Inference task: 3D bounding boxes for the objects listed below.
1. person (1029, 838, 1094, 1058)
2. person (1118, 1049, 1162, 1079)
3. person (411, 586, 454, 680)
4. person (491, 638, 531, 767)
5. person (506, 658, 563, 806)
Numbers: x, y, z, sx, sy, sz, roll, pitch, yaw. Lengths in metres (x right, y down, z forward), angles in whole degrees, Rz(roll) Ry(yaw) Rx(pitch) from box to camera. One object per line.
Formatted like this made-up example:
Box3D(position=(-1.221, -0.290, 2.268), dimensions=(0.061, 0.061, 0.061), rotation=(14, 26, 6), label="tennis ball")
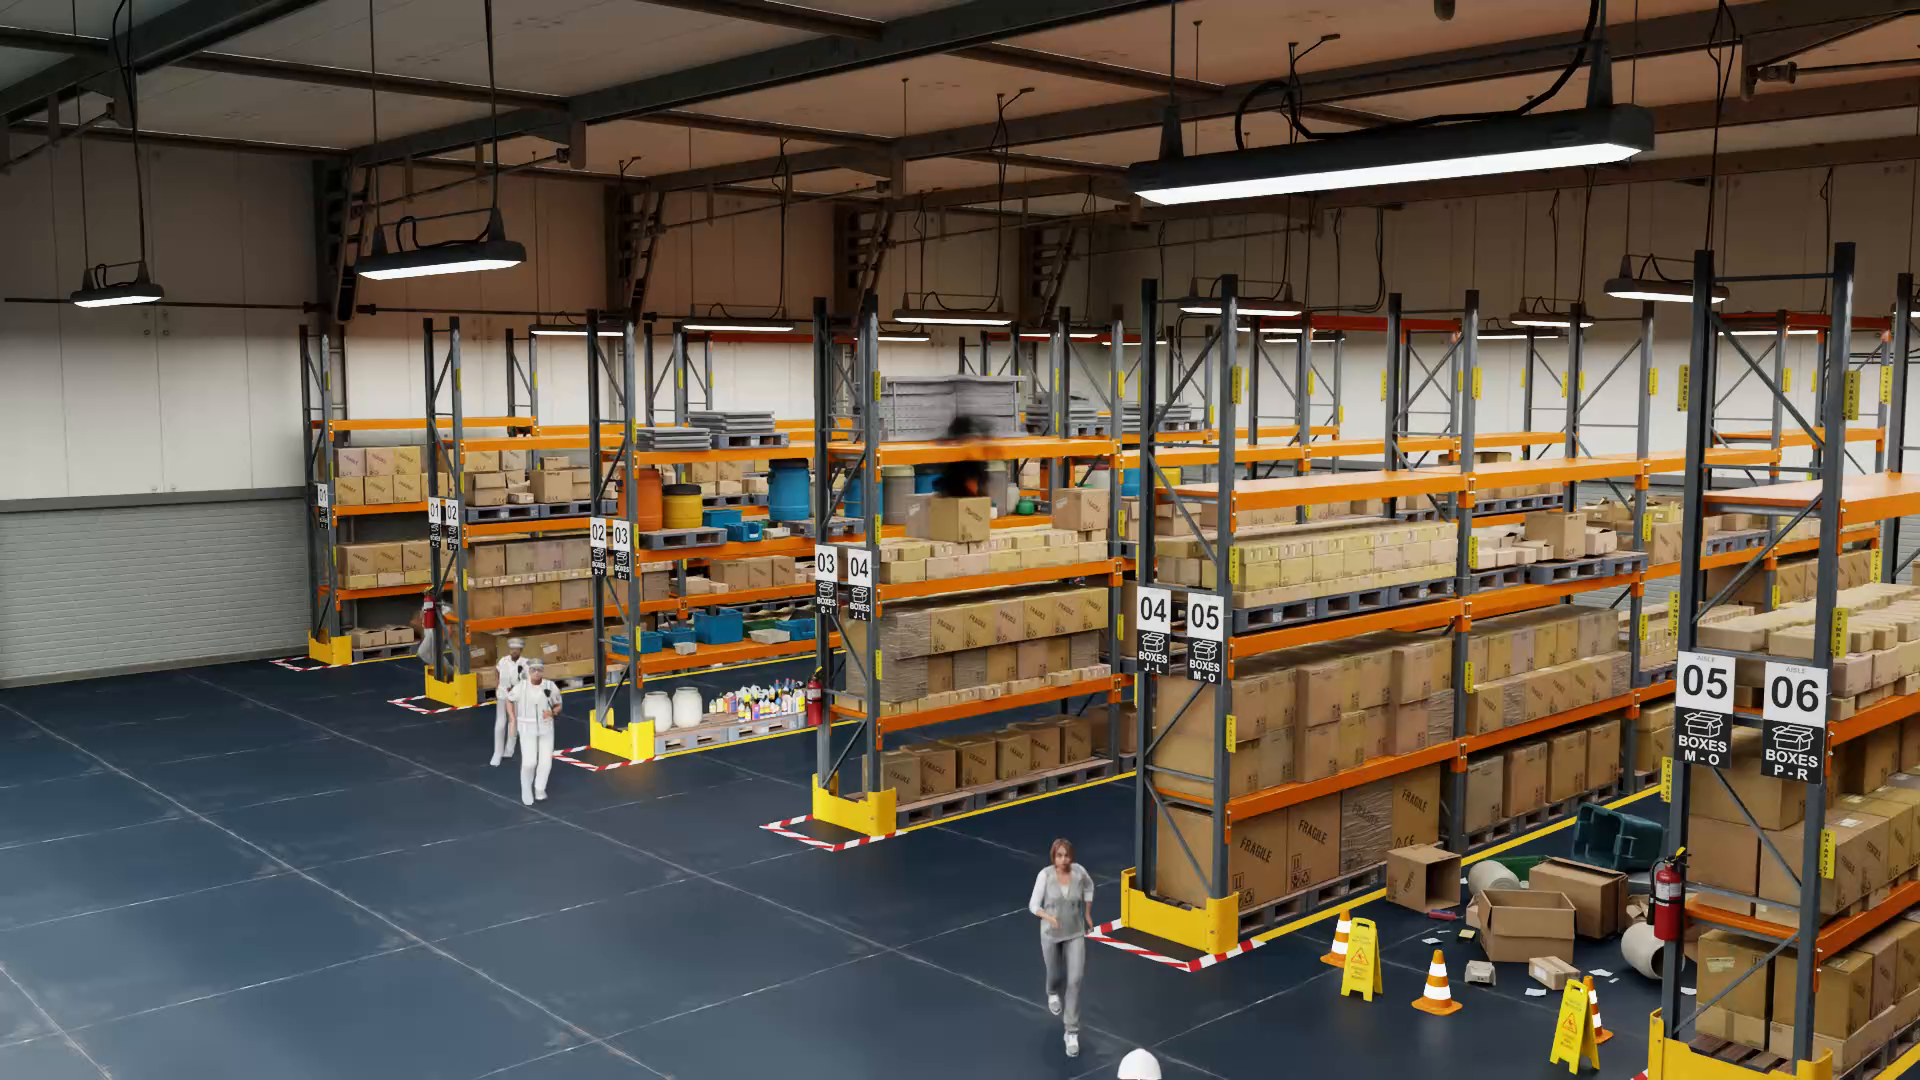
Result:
Box3D(position=(0.792, 3.076, 12.919), dimensions=(0.521, 1.610, 0.862), rotation=(0, 6, -1), label="person")
Box3D(position=(0.874, 3.449, 8.346), dimensions=(0.625, 1.793, 0.713), rotation=(0, 6, 1), label="person")
Box3D(position=(-8.731, 1.562, 27.642), dimensions=(0.731, 1.610, 0.608), rotation=(-4, 7, -36), label="person")
Box3D(position=(-5.895, 2.126, 21.969), dimensions=(0.598, 1.694, 0.674), rotation=(-1, 6, -7), label="person")
Box3D(position=(-5.055, 2.292, 19.852), dimensions=(0.636, 1.779, 0.677), rotation=(-2, 6, -22), label="person")
